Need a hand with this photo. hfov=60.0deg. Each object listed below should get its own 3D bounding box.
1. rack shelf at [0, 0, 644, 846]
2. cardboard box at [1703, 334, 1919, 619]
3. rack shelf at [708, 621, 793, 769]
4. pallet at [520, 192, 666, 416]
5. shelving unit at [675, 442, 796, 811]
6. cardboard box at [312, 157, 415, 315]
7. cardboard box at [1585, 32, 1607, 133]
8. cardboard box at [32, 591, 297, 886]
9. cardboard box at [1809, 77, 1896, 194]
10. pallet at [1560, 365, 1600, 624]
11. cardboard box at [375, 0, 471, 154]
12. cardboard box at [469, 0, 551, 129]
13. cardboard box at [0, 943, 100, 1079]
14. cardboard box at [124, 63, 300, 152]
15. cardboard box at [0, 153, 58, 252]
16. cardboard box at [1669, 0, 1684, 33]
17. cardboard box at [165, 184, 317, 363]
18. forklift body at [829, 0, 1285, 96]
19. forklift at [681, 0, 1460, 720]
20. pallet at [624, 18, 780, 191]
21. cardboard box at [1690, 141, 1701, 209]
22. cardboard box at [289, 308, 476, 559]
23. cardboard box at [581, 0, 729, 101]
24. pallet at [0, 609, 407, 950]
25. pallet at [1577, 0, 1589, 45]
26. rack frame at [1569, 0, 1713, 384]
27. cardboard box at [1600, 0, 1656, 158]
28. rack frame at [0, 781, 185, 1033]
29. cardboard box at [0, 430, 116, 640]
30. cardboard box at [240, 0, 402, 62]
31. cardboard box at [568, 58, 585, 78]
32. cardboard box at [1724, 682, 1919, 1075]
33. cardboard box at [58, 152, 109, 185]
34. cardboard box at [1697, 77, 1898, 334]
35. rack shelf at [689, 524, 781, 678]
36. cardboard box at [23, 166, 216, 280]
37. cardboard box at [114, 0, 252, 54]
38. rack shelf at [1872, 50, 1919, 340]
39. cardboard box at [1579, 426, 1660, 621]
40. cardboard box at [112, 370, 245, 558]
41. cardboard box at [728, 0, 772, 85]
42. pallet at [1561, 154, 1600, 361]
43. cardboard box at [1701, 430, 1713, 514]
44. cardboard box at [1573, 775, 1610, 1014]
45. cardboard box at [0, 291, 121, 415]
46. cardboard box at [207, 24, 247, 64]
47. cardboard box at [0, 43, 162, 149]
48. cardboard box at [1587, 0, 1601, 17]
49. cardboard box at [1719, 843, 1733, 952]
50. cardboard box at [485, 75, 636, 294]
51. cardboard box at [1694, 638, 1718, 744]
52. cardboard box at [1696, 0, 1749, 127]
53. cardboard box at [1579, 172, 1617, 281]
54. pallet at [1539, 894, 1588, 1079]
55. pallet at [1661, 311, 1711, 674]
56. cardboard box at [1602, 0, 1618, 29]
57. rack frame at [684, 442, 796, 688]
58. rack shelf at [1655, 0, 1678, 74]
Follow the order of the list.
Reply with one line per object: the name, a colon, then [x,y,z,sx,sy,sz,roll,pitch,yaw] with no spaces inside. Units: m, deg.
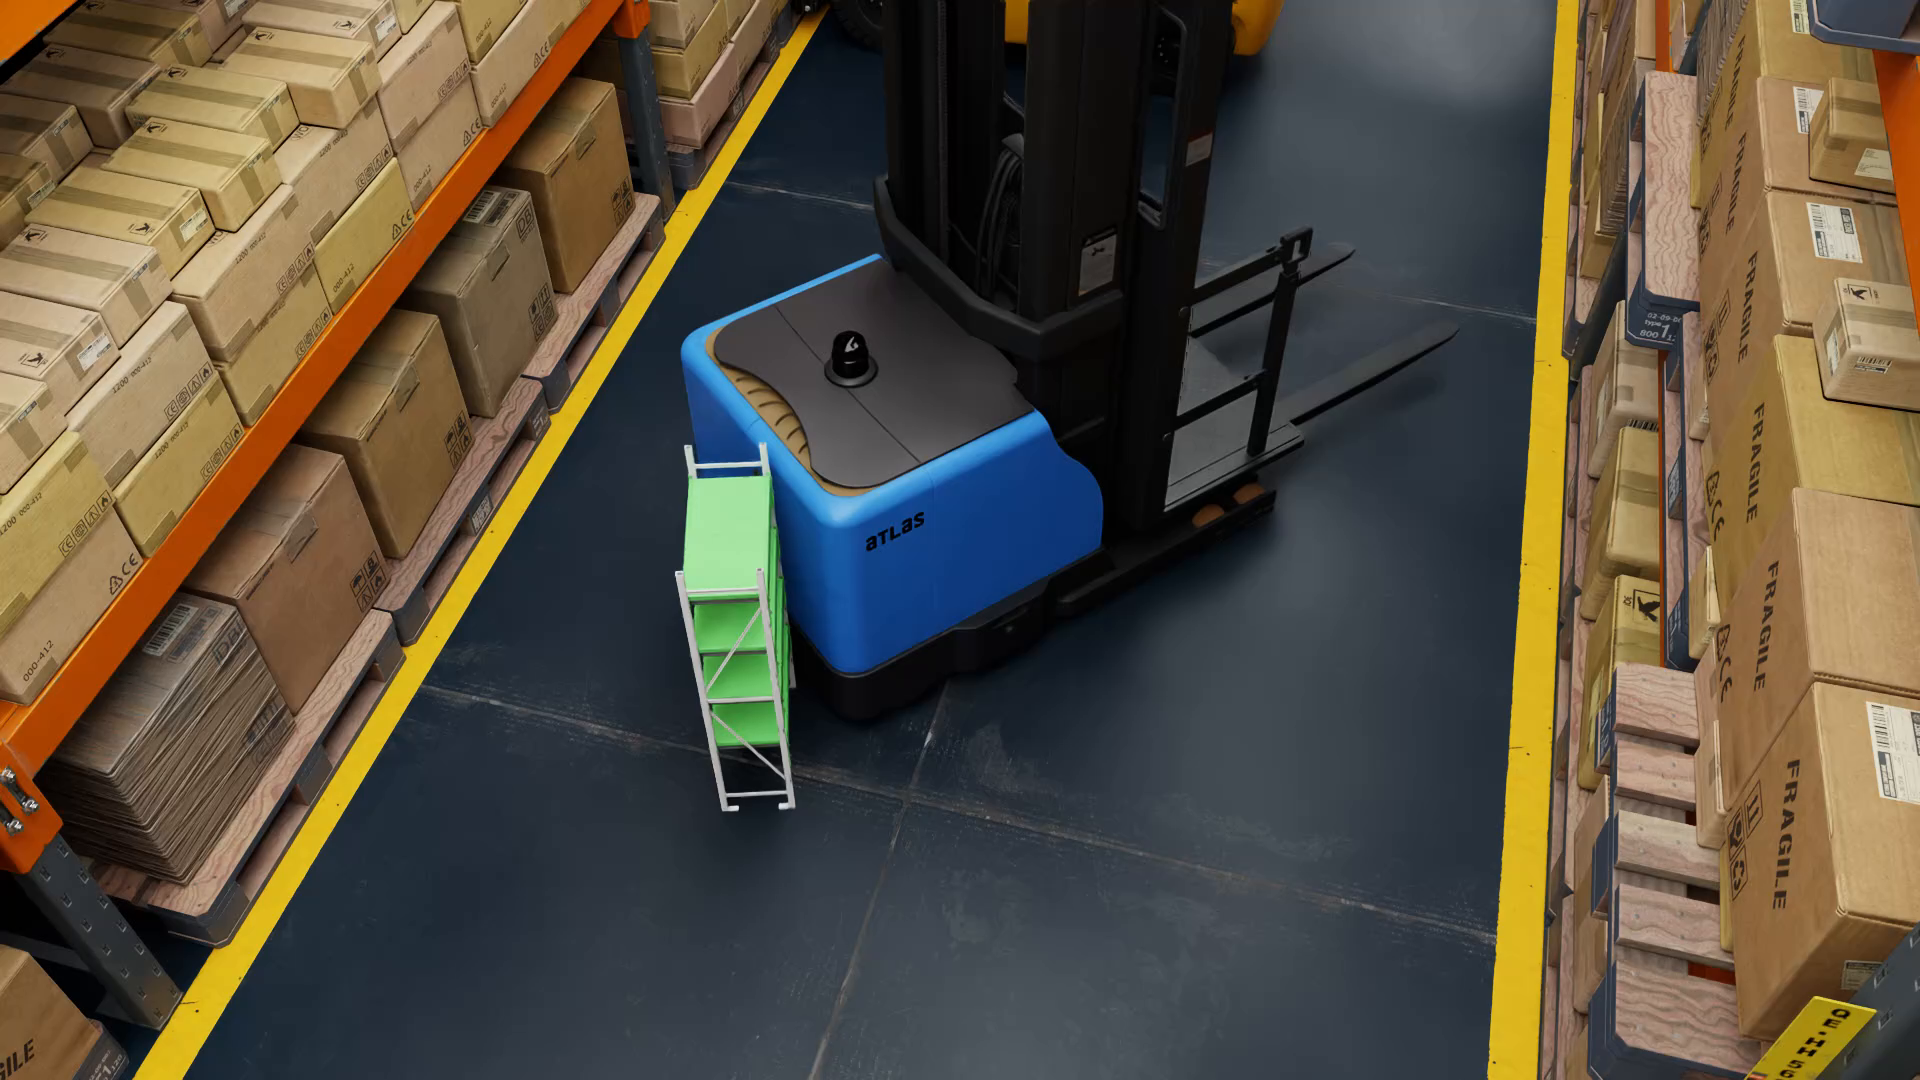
rack shelf: [-2.318,-0.878,5.504,1.077,0.370,4.000,12,50,10]
cardboard box: [2.053,-0.088,3.782,0.500,0.500,0.500,9,49,7]
rack shelf: [-0.676,0.502,5.412,0.258,0.148,0.480,-3,49,-2]
pallet: [-1.948,-1.099,7.079,1.003,0.211,1.213,12,50,10]
shelving unit: [-0.676,0.301,5.184,0.258,1.200,0.503,-3,49,-2]
cardboard box: [-2.088,-1.004,5.236,0.500,0.250,0.500,13,50,11]
cardboard box: [3.163,-2.050,7.612,0.500,0.250,0.500,12,50,11]
cardboard box: [-2.667,0.529,5.086,0.875,0.625,0.625,13,50,11]
cardboard box: [2.346,-0.995,4.149,0.380,0.149,0.250,14,50,12]
pallet: [2.794,-0.100,6.197,1.003,0.211,1.213,12,50,10]
cardboard box: [-1.943,-1.531,5.367,0.500,0.250,0.500,12,50,11]
cardboard box: [-1.799,-1.732,5.878,0.500,0.250,0.500,11,50,10]
cardboard box: [-2.749,1.367,4.430,0.500,0.500,0.500,13,50,11]
cardboard box: [-2.172,-1.232,4.838,0.380,0.149,0.250,12,50,10]
cardboard box: [-2.725,-0.944,4.583,0.380,0.149,0.250,11,50,10]
cardboard box: [2.847,-1.977,6.162,0.380,0.149,0.250,13,50,11]
cardboard box: [-2.204,-0.795,4.718,0.500,0.250,0.500,10,49,9]
forklift body: [0.522,-3.443,7.855,2.313,2.155,1.214,12,50,10]
forklift: [0.579,-1.246,5.395,3.031,2.935,1.130,-27,54,-22]
pallet: [-1.542,-2.207,8.057,1.003,0.211,1.213,12,50,10]
cardboard box: [2.473,-1.125,5.130,0.380,0.149,0.250,12,50,11]
cardboard box: [-2.326,-0.432,5.935,0.875,0.625,0.625,10,49,8]
cardboard box: [-1.367,-2.246,7.452,0.500,0.250,0.500,11,50,10]
pallet: [-2.590,0.666,5.522,1.003,0.211,1.213,12,50,10]
pallet: [3.783,-2.921,8.687,1.003,0.211,1.213,12,50,10]
rack frame: [2.998,-1.586,5.649,1.000,3.000,0.127,12,50,10]
cardboard box: [3.027,-1.912,6.991,0.500,0.500,0.500,12,50,11]
rack frame: [-2.845,0.331,3.958,1.000,3.000,0.127,12,50,10]
cardboard box: [-2.468,-0.053,4.063,0.500,0.250,0.500,12,50,10]
cardboard box: [-1.976,-1.589,5.153,0.380,0.149,0.250,12,50,10]
cardboard box: [-1.861,-2.350,7.544,0.500,0.250,0.500,11,49,9]
cardboard box: [1.796,0.653,3.128,0.500,0.500,0.500,10,49,9]
cardboard box: [-2.727,-0.897,4.808,0.500,0.250,0.500,11,50,10]
cardboard box: [2.323,-0.857,4.460,0.500,0.500,0.500,11,50,10]
rack shelf: [-0.676,0.184,5.052,0.258,0.148,0.480,-3,49,-2]
cardboard box: [-2.271,-0.853,4.503,0.380,0.149,0.250,12,50,10]
cardboard box: [-2.478,-1.687,5.239,0.380,0.149,0.250,11,50,10]
rack shelf: [2.471,-0.894,3.517,1.077,0.370,4.000,12,50,10]
cardboard box: [2.676,0.045,5.682,0.950,0.372,0.625,14,50,12]
cardboard box: [-2.355,-0.255,4.575,0.500,0.250,0.500,11,49,9]
cardboard box: [-1.226,-2.447,7.963,0.500,0.250,0.500,11,49,9]
pallet: [3.140,-1.156,7.129,1.003,0.211,1.213,12,50,10]
cardboard box: [2.136,-0.168,4.285,0.380,0.149,0.250,10,49,9]
cardboard box: [2.290,1.096,4.755,0.950,0.372,0.625,11,49,9]
cardboard box: [-2.365,-0.474,4.168,0.380,0.149,0.250,13,50,11]
cardboard box: [-2.461,-1.631,5.456,0.500,0.250,0.500,10,49,9]
cardboard box: [-2.569,-1.307,4.903,0.380,0.149,0.250,13,50,11]
cardboard box: [3.430,-2.812,8.285,0.500,0.250,0.500,13,50,11]
cardboard box: [1.805,0.760,3.466,0.380,0.149,0.250,12,50,11]
cardboard box: [-1.919,-1.536,6.909,0.875,0.625,0.625,14,50,12]
cardboard box: [1.902,0.388,3.794,0.380,0.149,0.250,9,49,8]
cardboard box: [2.598,-1.574,5.093,0.500,0.500,0.500,13,50,11]
cardboard box: [2.894,-1.296,6.947,0.500,0.250,0.500,14,50,12]
pallet: [2.152,1.665,4.640,1.003,0.211,1.213,12,50,10]
pallet: [2.426,-0.069,4.438,1.003,0.211,1.213,12,50,10]
cardboard box: [3.292,-2.670,7.659,0.500,0.500,0.500,12,50,11]
rack frame: [-0.691,0.118,5.345,0.240,1.200,0.015,-3,49,-2]
rack shelf: [3.524,-2.794,7.196,1.077,0.370,4.000,12,50,10]
